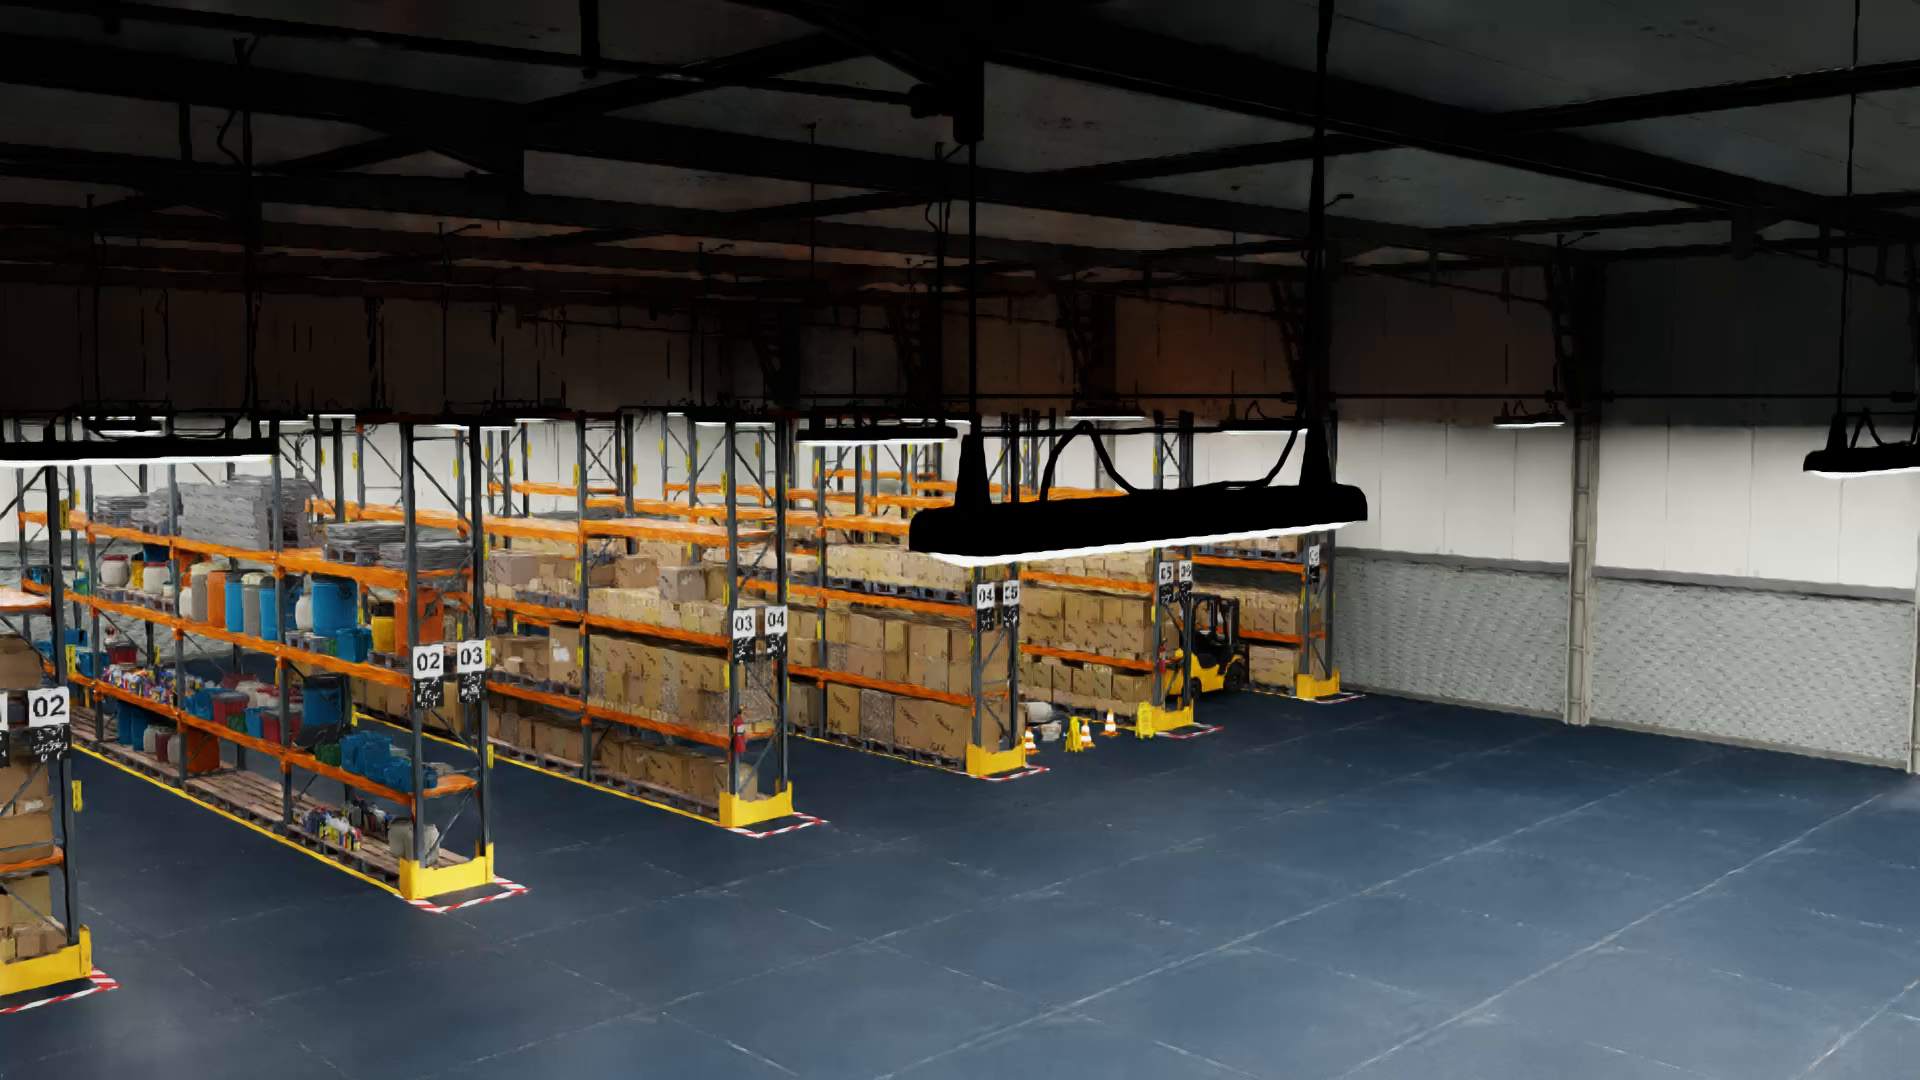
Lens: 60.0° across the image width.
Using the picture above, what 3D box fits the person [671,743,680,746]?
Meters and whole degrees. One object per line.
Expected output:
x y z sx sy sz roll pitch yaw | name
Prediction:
-5.471 2.890 29.686 0.565 1.706 1.122 -4 7 -42 | person

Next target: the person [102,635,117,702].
-17.600 2.642 34.529 0.526 1.366 0.638 -1 5 -10 | person

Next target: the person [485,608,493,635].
-10.455 1.874 36.308 0.469 0.853 0.677 5 7 43 | person
